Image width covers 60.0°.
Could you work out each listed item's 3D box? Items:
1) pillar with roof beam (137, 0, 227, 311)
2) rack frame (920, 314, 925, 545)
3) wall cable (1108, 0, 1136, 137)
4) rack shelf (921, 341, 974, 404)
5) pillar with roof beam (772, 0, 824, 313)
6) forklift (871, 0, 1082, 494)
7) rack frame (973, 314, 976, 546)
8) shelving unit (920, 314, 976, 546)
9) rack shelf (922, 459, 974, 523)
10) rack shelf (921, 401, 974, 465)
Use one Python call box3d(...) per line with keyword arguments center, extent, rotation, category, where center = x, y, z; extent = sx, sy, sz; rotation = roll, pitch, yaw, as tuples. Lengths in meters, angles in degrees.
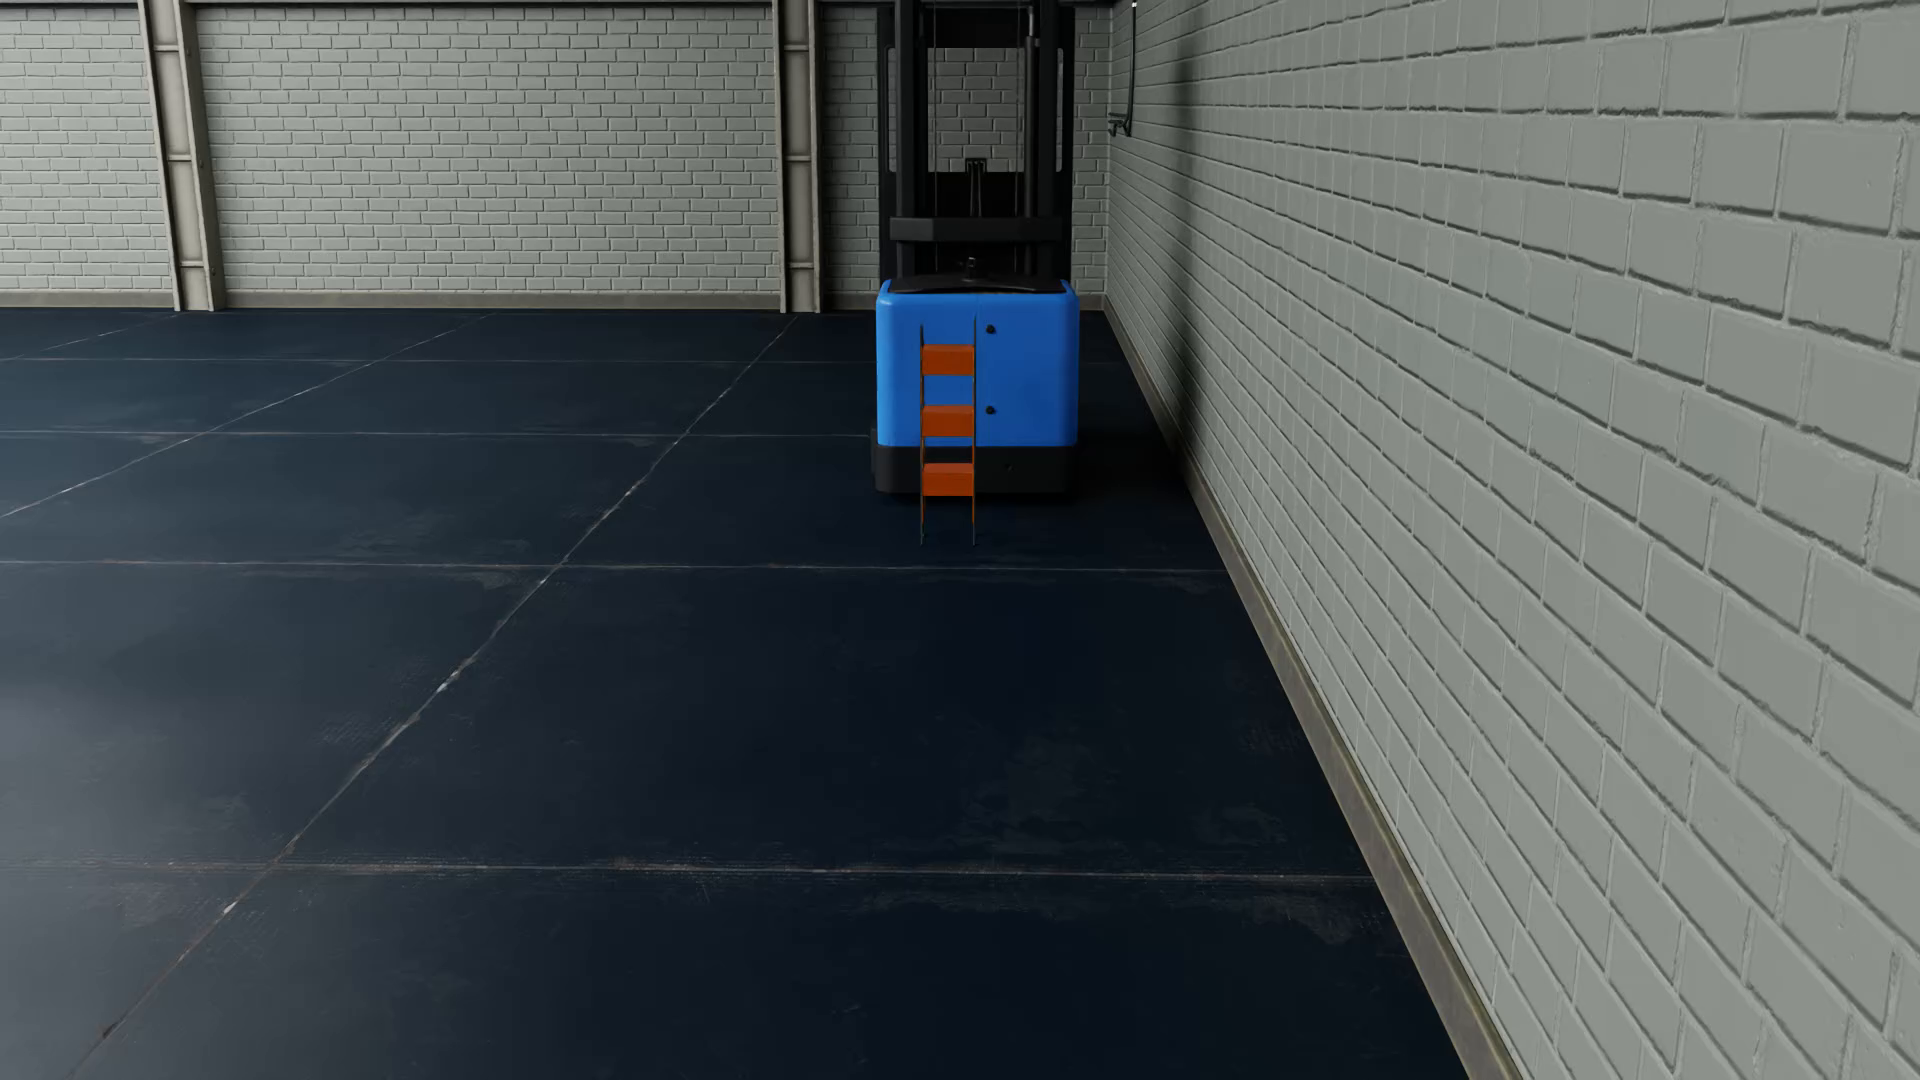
box3d(center=(-7.662, -5.553, 11.249), extent=(0.400, 9.000, 9.100), rotation=(0, 15, 1), category="pillar with roof beam")
box3d(center=(-0.175, -0.509, 7.710), extent=(0.008, 1.050, 0.200), rotation=(0, 15, 1), category="rack frame")
box3d(center=(1.357, -4.754, 14.307), extent=(0.112, 2.526, 3.097), rotation=(0, 15, 1), category="wall cable")
box3d(center=(-0.054, -0.772, 7.638), extent=(0.240, 0.259, 0.215), rotation=(0, 15, 1), category="rack shelf")
box3d(center=(-1.664, -5.514, 11.101), extent=(0.400, 9.000, 9.100), rotation=(0, 15, 1), category="pillar with roof beam")
box3d(center=(0.084, -1.971, 9.565), extent=(1.130, 2.935, 3.031), rotation=(0, 15, 0), category="forklift")
box3d(center=(0.068, -0.507, 7.704), extent=(0.008, 1.050, 0.200), rotation=(0, 15, 1), category="rack frame")
box3d(center=(-0.053, -0.508, 7.707), extent=(0.252, 1.050, 0.215), rotation=(0, 15, 1), category="shelving unit")
box3d(center=(-0.053, -0.229, 7.781), extent=(0.240, 0.259, 0.215), rotation=(0, 15, 1), category="rack shelf")
box3d(center=(-0.054, -0.498, 7.710), extent=(0.240, 0.259, 0.215), rotation=(0, 15, 1), category="rack shelf")
